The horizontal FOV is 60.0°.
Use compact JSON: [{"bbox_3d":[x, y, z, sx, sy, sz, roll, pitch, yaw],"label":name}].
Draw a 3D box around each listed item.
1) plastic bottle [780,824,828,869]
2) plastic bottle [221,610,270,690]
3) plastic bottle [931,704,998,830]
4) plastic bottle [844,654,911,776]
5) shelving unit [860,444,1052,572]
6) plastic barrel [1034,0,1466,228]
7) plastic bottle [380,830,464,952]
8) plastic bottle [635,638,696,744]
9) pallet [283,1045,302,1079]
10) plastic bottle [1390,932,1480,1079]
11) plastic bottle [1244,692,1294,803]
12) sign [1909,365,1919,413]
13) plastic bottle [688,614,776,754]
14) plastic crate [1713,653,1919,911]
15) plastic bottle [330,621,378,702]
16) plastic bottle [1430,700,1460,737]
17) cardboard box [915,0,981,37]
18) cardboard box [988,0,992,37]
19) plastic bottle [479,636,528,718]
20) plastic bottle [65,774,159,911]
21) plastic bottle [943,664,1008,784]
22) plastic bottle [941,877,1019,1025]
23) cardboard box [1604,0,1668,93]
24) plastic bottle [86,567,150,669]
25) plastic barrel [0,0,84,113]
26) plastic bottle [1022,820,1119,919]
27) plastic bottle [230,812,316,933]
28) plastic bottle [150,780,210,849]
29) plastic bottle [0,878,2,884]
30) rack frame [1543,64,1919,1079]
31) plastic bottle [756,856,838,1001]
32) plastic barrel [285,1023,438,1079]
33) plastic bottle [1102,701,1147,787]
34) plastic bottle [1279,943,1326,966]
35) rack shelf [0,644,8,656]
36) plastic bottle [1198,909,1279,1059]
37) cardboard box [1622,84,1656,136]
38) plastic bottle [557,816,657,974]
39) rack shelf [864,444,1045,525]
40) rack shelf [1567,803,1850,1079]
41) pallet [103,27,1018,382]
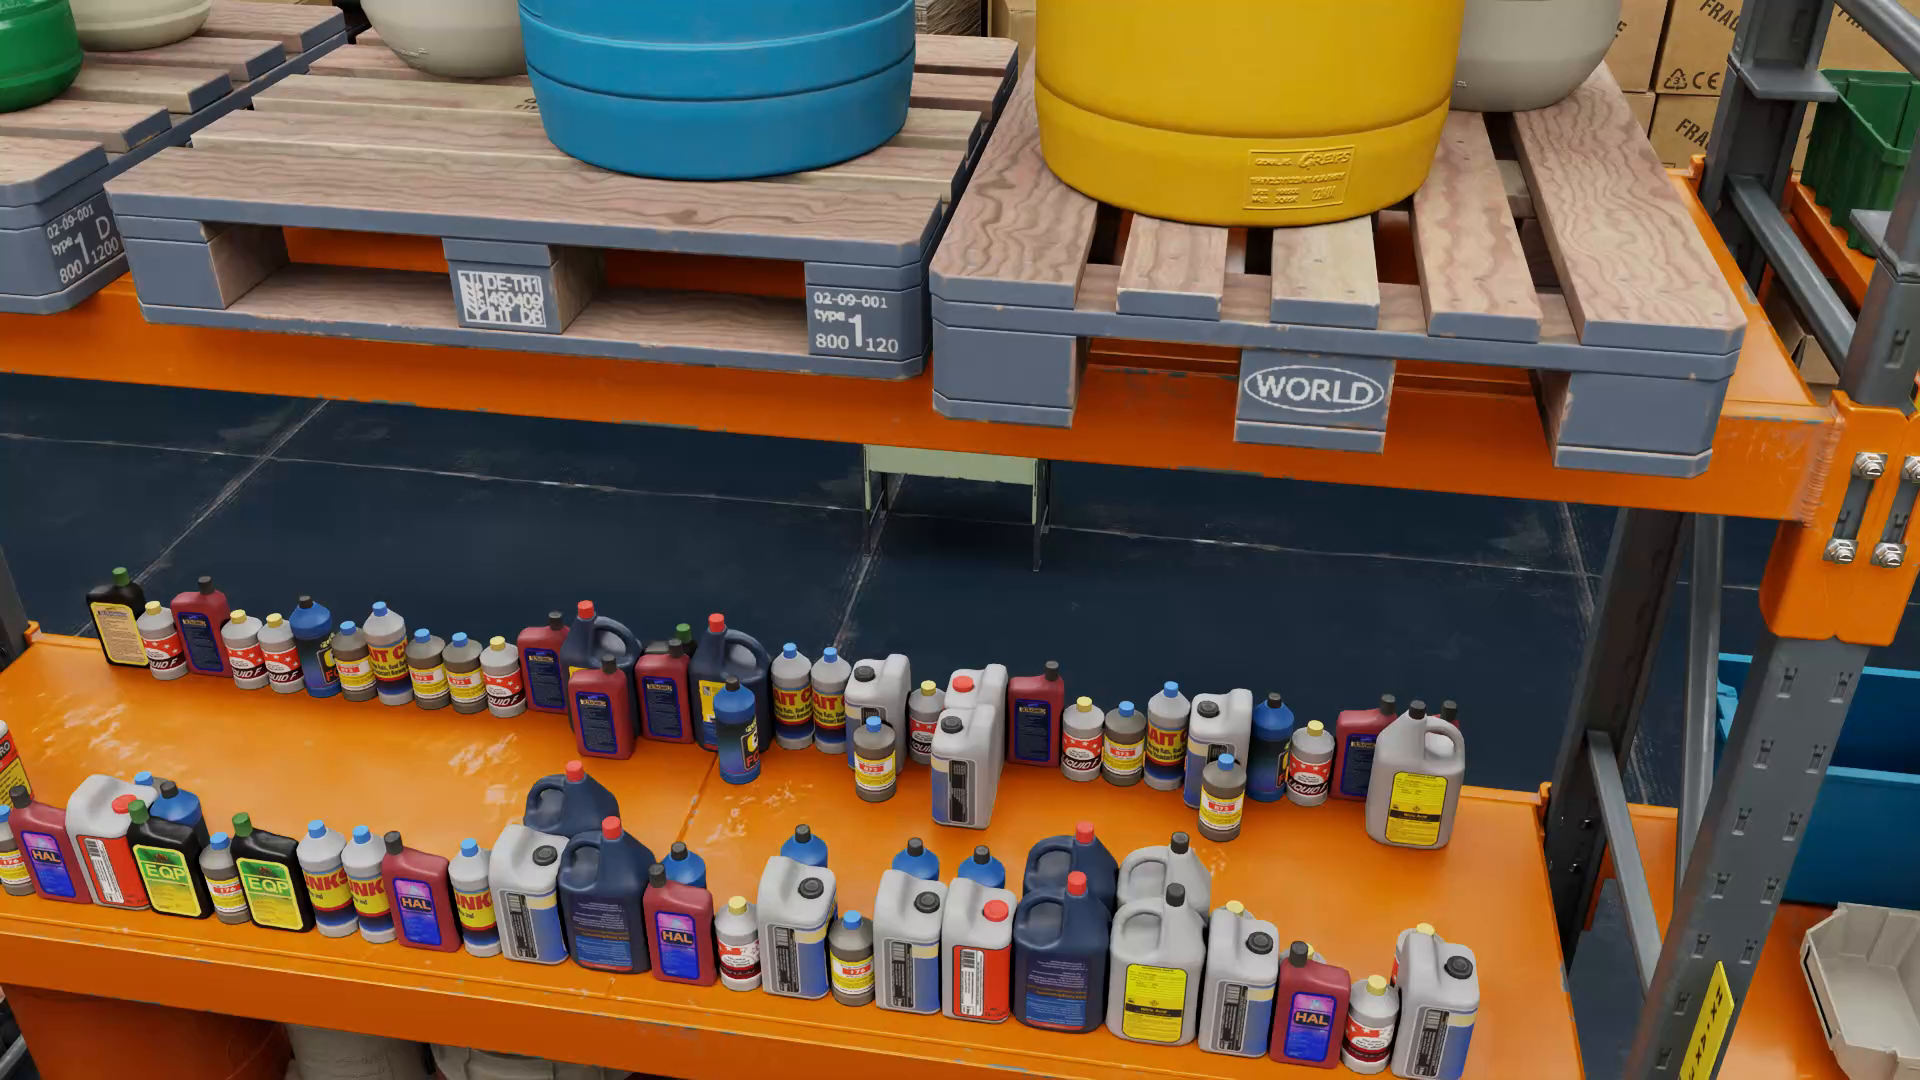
[{"bbox_3d":[-0.318,0.699,3.428,0.097,0.271,0.097,0,32,0],"label":"plastic bottle"},{"bbox_3d":[-1.794,0.268,4.182,0.097,0.201,0.097,0,32,0],"label":"plastic bottle"},{"bbox_3d":[0.010,0.496,3.747,0.135,0.276,0.152,5,32,8],"label":"plastic bottle"},{"bbox_3d":[-0.193,0.396,3.907,0.135,0.276,0.152,5,32,8],"label":"plastic bottle"},{"bbox_3d":[-0.007,-0.636,6.853,0.755,1.500,0.431,5,32,8],"label":"shelving unit"},{"bbox_3d":[0.407,-0.817,2.328,0.600,0.588,0.600,0,32,0],"label":"plastic barrel"},{"bbox_3d":[-1.099,0.715,3.391,0.133,0.283,0.061,5,32,8],"label":"plastic bottle"},{"bbox_3d":[-0.702,0.355,3.965,0.133,0.283,0.061,5,32,8],"label":"plastic bottle"},{"bbox_3d":[-1.818,1.561,4.557,1.213,0.211,1.003,5,32,8],"label":"pallet"},{"bbox_3d":[0.898,0.874,3.143,0.135,0.276,0.152,5,32,8],"label":"plastic bottle"},{"bbox_3d":[0.707,0.465,3.801,0.097,0.271,0.097,0,32,0],"label":"plastic bottle"},{"bbox_3d":[1.246,-0.300,2.067,0.005,0.325,0.100,5,32,8],"label":"sign"},{"bbox_3d":[-0.541,0.331,3.941,0.185,0.351,0.144,5,32,8],"label":"plastic bottle"},{"bbox_3d":[1.858,0.532,3.531,0.575,0.384,0.392,5,32,8],"label":"plastic crate"},{"bbox_3d":[-1.506,0.294,4.140,0.097,0.201,0.097,0,32,0],"label":"plastic bottle"},{"bbox_3d":[1.051,0.481,3.764,0.133,0.283,0.061,5,32,8],"label":"plastic bottle"},{"bbox_3d":[-0.256,-2.301,7.610,0.500,0.500,0.700,11,34,17],"label":"cardboard box"},{"bbox_3d":[0.630,-3.902,12.287,0.750,0.750,0.750,5,32,8],"label":"cardboard box"},{"bbox_3d":[-1.122,0.329,4.085,0.097,0.201,0.097,0,32,0],"label":"plastic bottle"},{"bbox_3d":[-1.774,0.632,3.530,0.135,0.276,0.152,5,32,8],"label":"plastic bottle"},{"bbox_3d":[0.036,0.417,3.874,0.135,0.276,0.152,5,32,8],"label":"plastic bottle"},{"bbox_3d":[0.041,0.796,3.267,0.135,0.276,0.152,5,32,8],"label":"plastic bottle"},{"bbox_3d":[2.595,-2.180,6.869,0.500,0.500,0.500,6,33,9],"label":"cardboard box"},{"bbox_3d":[-2.132,0.193,4.225,0.133,0.283,0.061,5,32,8],"label":"plastic bottle"},{"bbox_3d":[-1.596,-0.838,2.686,0.294,0.245,0.294,0,32,0],"label":"plastic barrel"},{"bbox_3d":[0.222,0.706,3.342,0.185,0.351,0.144,5,32,8],"label":"plastic bottle"},{"bbox_3d":[-1.422,0.685,3.438,0.133,0.283,0.061,5,32,8],"label":"plastic bottle"},{"bbox_3d":[-1.654,0.627,3.543,0.097,0.271,0.097,0,32,0],"label":"plastic bottle"},{"bbox_3d":[-2.120,0.617,3.558,0.097,0.271,0.097,0,32,0],"label":"plastic bottle"},{"bbox_3d":[1.341,0.688,3.324,0.127,3.000,1.000,5,32,8],"label":"rack frame"},{"bbox_3d":[-0.321,0.764,3.320,0.135,0.276,0.152,5,32,8],"label":"plastic bottle"},{"bbox_3d":[-1.545,1.245,4.382,0.421,0.512,0.421,0,32,0],"label":"plastic barrel"},{"bbox_3d":[0.382,0.465,3.867,0.097,0.201,0.097,0,32,0],"label":"plastic bottle"},{"bbox_3d":[0.658,0.866,3.227,0.097,0.201,0.097,0,32,0],"label":"plastic bottle"},{"bbox_3d":[-4.574,0.457,4.371,4.000,0.370,1.077,5,32,8],"label":"rack shelf"},{"bbox_3d":[0.538,0.841,3.196,0.135,0.276,0.152,5,32,8],"label":"plastic bottle"},{"bbox_3d":[2.634,-1.757,7.136,0.500,0.500,0.500,6,33,9],"label":"cardboard box"},{"bbox_3d":[-0.706,0.699,3.352,0.185,0.351,0.144,5,32,8],"label":"plastic bottle"},{"bbox_3d":[-0.007,-0.360,7.026,0.720,0.370,0.431,5,32,8],"label":"rack shelf"},{"bbox_3d":[3.312,1.171,3.230,4.000,0.370,1.077,5,32,8],"label":"rack shelf"},{"bbox_3d":[-0.567,-0.622,2.768,1.213,0.211,1.003,5,32,8],"label":"pallet"}]
